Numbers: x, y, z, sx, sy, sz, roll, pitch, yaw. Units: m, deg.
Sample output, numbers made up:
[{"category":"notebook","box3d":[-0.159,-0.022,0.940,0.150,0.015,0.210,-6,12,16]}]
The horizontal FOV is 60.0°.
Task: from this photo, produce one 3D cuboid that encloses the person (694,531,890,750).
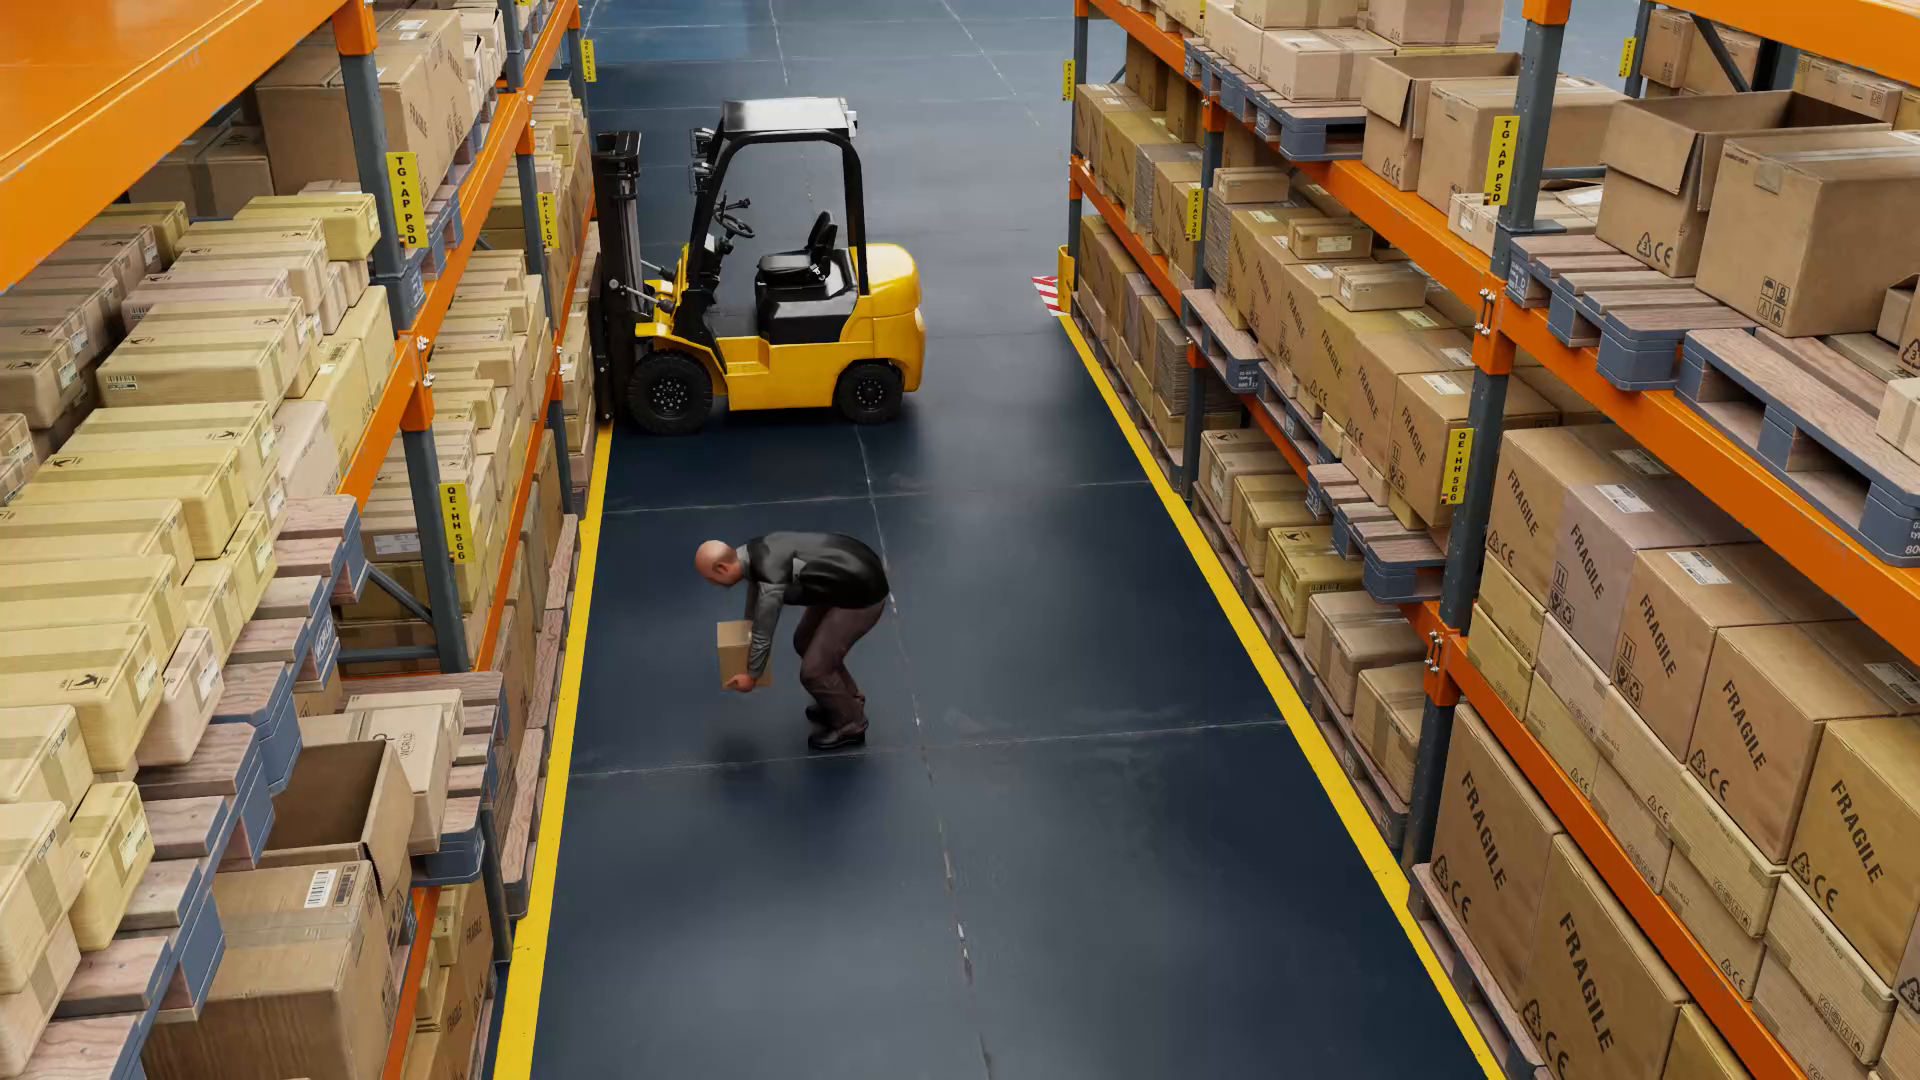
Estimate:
[{"category":"person","box3d":[-0.824,0.485,8.337,0.940,1.138,0.487,-5,27,-9]}]
